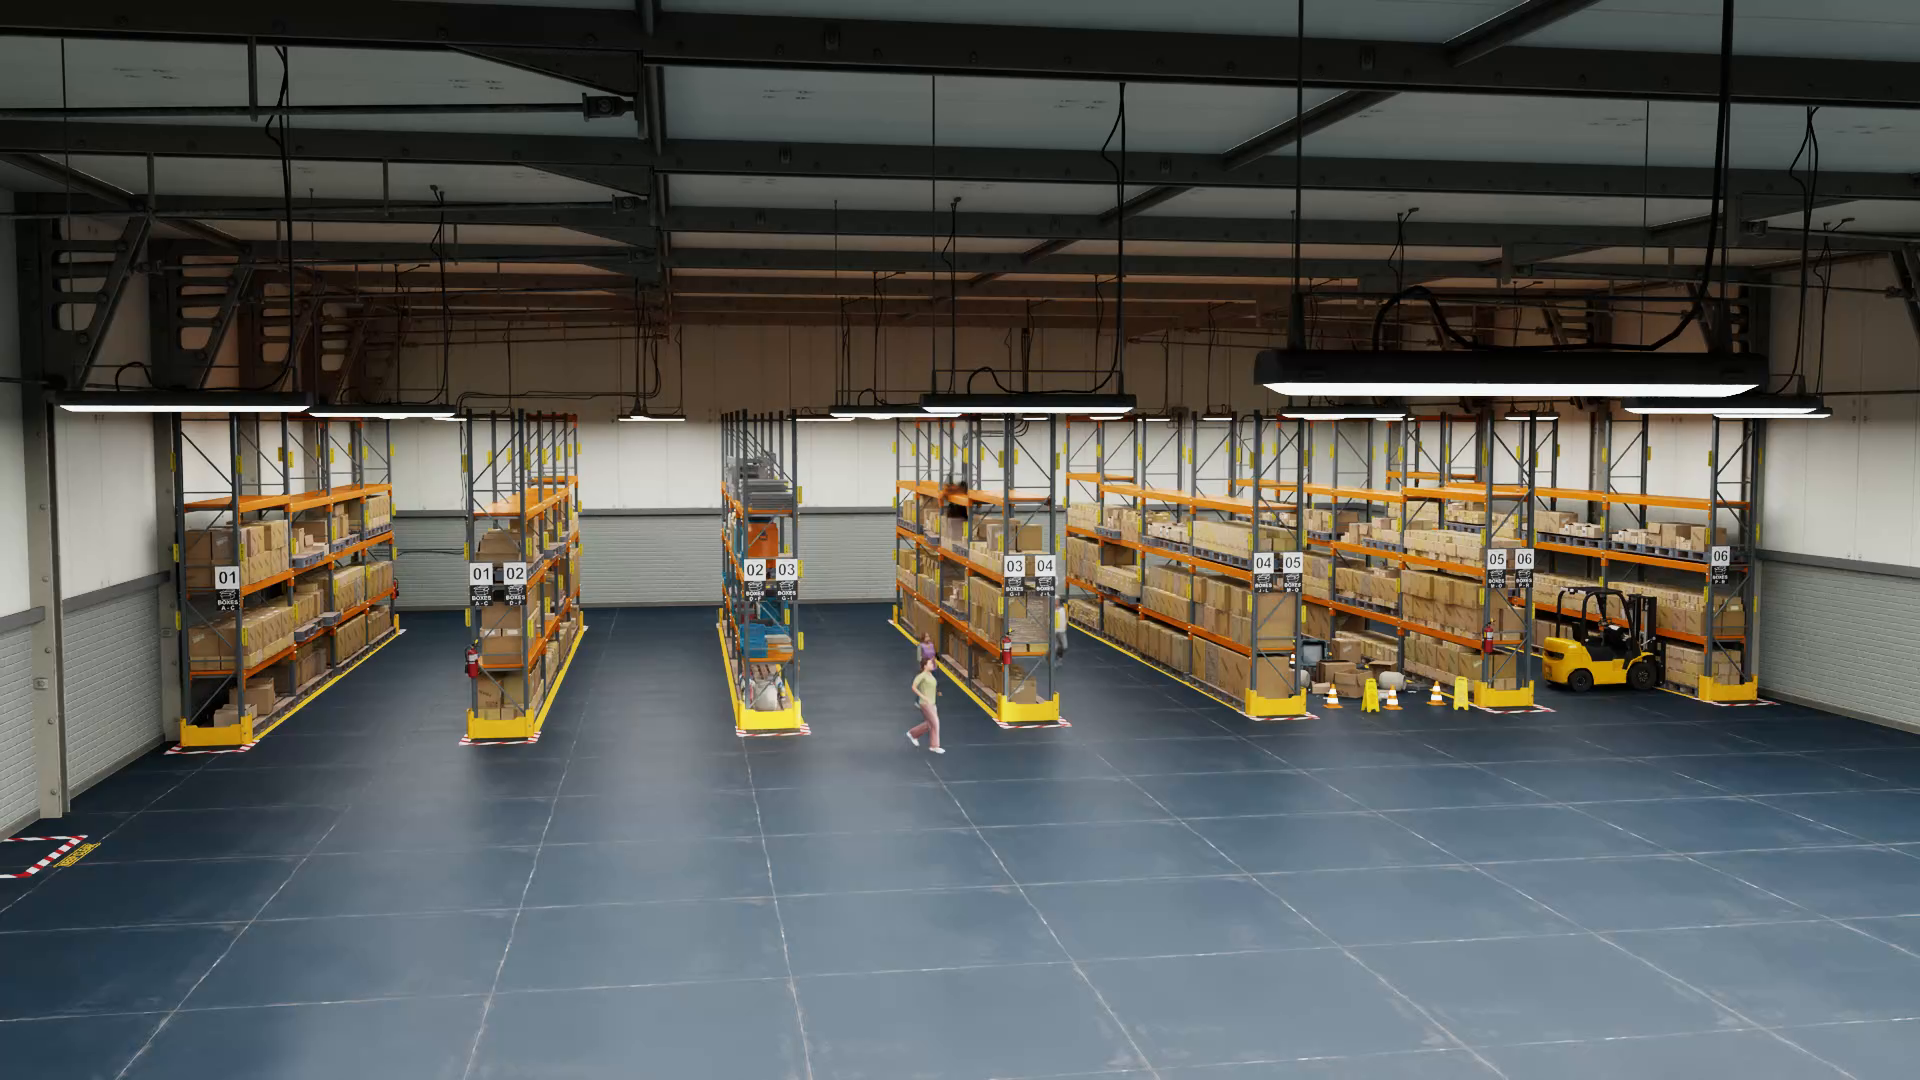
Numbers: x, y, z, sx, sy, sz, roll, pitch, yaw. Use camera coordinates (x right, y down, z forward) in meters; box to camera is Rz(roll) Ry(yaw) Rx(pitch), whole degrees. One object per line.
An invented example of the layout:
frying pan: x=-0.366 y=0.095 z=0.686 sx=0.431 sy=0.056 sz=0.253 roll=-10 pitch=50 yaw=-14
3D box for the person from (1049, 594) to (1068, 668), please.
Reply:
person: x=2.291 y=2.135 z=38.864 sx=0.647 sy=1.735 sz=0.602 roll=-1 pitch=4 yaw=-18

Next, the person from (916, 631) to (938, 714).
person: x=-0.656 y=2.624 z=32.966 sx=0.504 sy=1.630 sz=0.708 roll=-2 pitch=4 yaw=-27

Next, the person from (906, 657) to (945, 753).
person: x=-0.612 y=2.871 z=29.036 sx=0.760 sy=1.663 sz=0.586 roll=2 pitch=4 yaw=21

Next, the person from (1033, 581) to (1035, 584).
person: x=2.347 y=1.500 z=49.279 sx=0.601 sy=1.582 sz=0.827 roll=3 pitch=5 yaw=36
